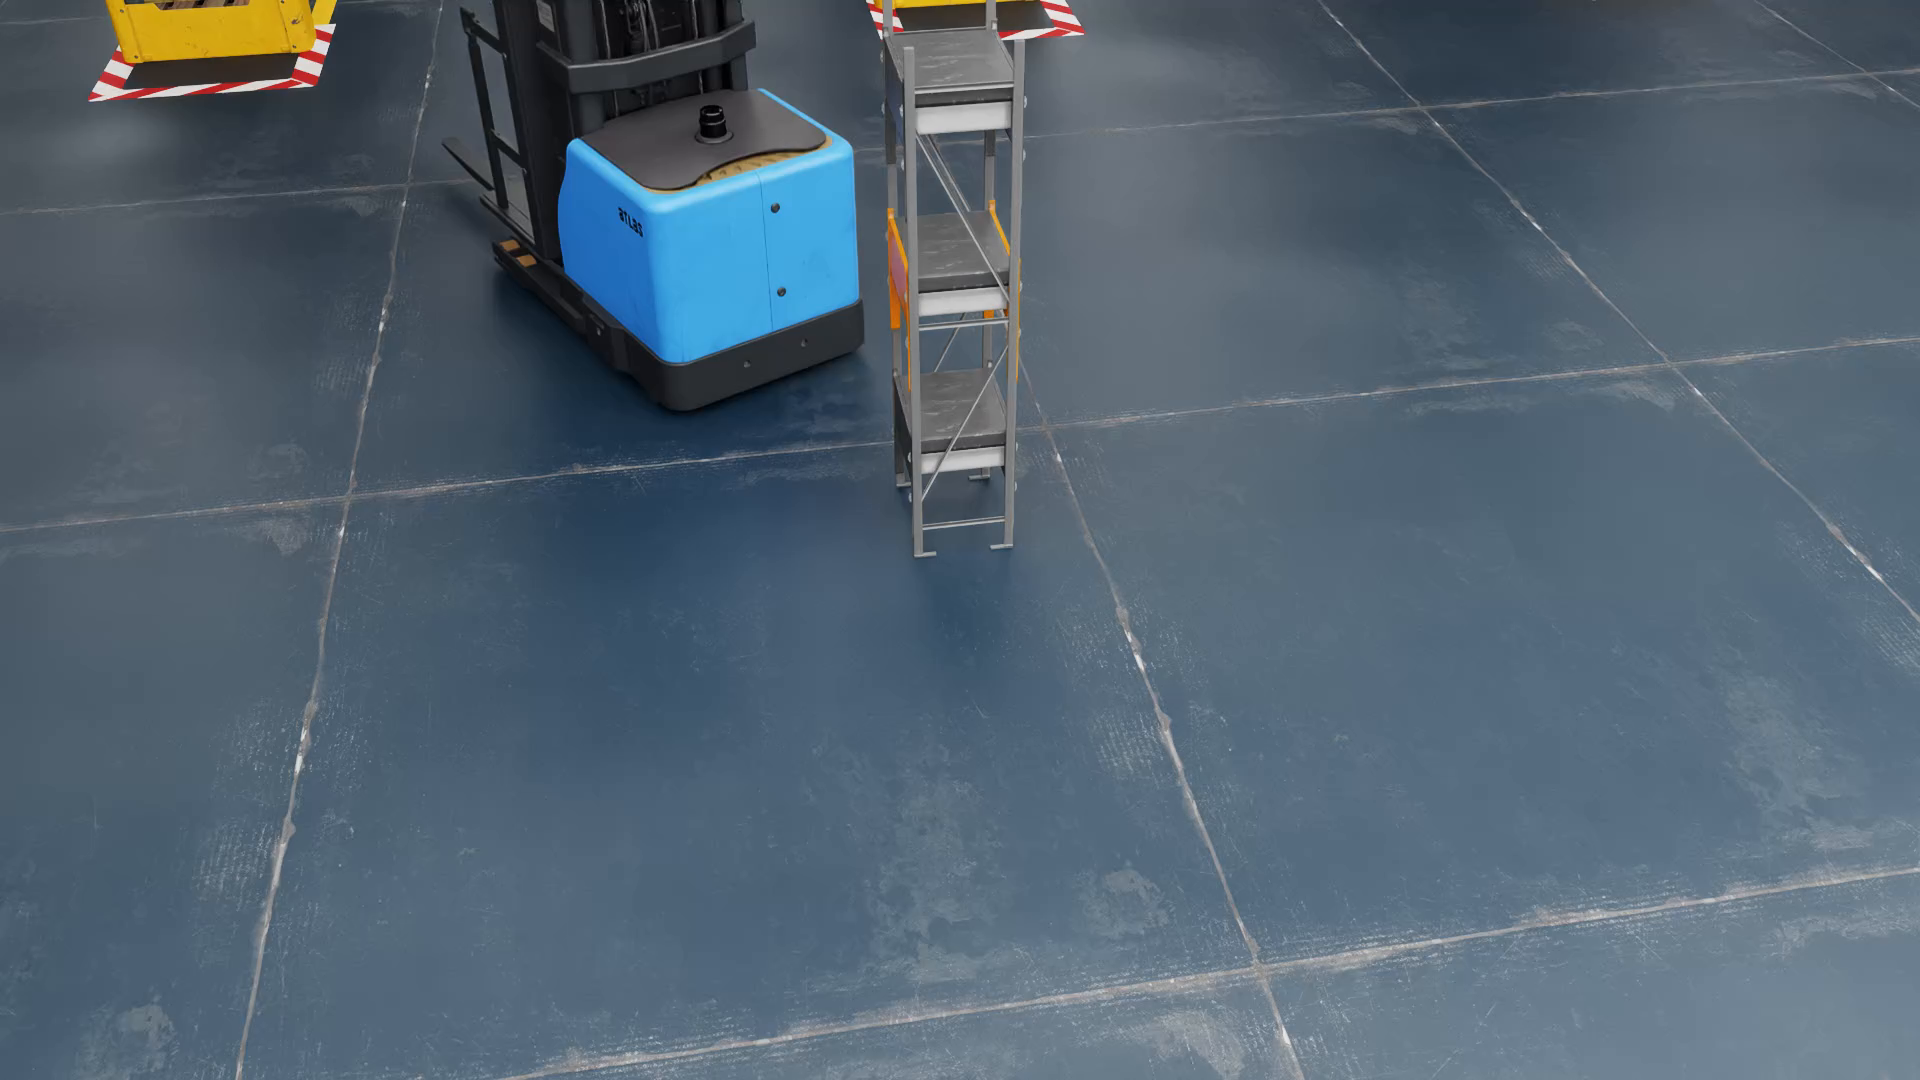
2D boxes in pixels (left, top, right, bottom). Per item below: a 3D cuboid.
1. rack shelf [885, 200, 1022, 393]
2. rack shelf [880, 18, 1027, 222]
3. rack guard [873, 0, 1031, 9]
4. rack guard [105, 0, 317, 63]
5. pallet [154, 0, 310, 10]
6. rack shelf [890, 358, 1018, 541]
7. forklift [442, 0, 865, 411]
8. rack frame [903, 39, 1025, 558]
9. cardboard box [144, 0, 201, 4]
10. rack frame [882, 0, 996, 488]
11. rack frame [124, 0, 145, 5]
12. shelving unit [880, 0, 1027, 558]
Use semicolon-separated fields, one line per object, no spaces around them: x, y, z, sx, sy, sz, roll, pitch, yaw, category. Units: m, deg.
-0.029;-0.918;6.243;0.431;0.518;0.480;-6;38;-8;rack shelf
-0.029;-1.471;5.813;0.431;0.518;0.480;-6;38;-8;rack shelf
-0.026;-4.010;11.504;1.175;0.500;0.348;-6;38;-8;rack guard
-4.839;-3.424;10.750;1.175;0.500;0.348;-6;38;-8;rack guard
-5.019;-3.782;11.446;1.003;0.211;1.213;-6;38;-8;pallet
-0.029;-0.366;6.672;0.431;0.518;0.480;-6;38;-8;rack shelf
-1.725;-2.586;7.689;1.130;2.935;3.031;-24;44;-28;forklift
0.014;-0.782;6.045;0.400;2.100;0.015;-6;38;-8;rack frame
-5.229;-3.798;11.093;0.500;0.250;0.500;-6;38;-8;cardboard box
-0.072;-1.077;6.424;0.400;2.100;0.015;-6;38;-8;rack frame
-4.844;-4.426;10.002;1.000;3.000;0.127;-6;38;-8;rack frame
-0.029;-0.929;6.235;0.431;2.100;0.503;-6;38;-8;shelving unit
